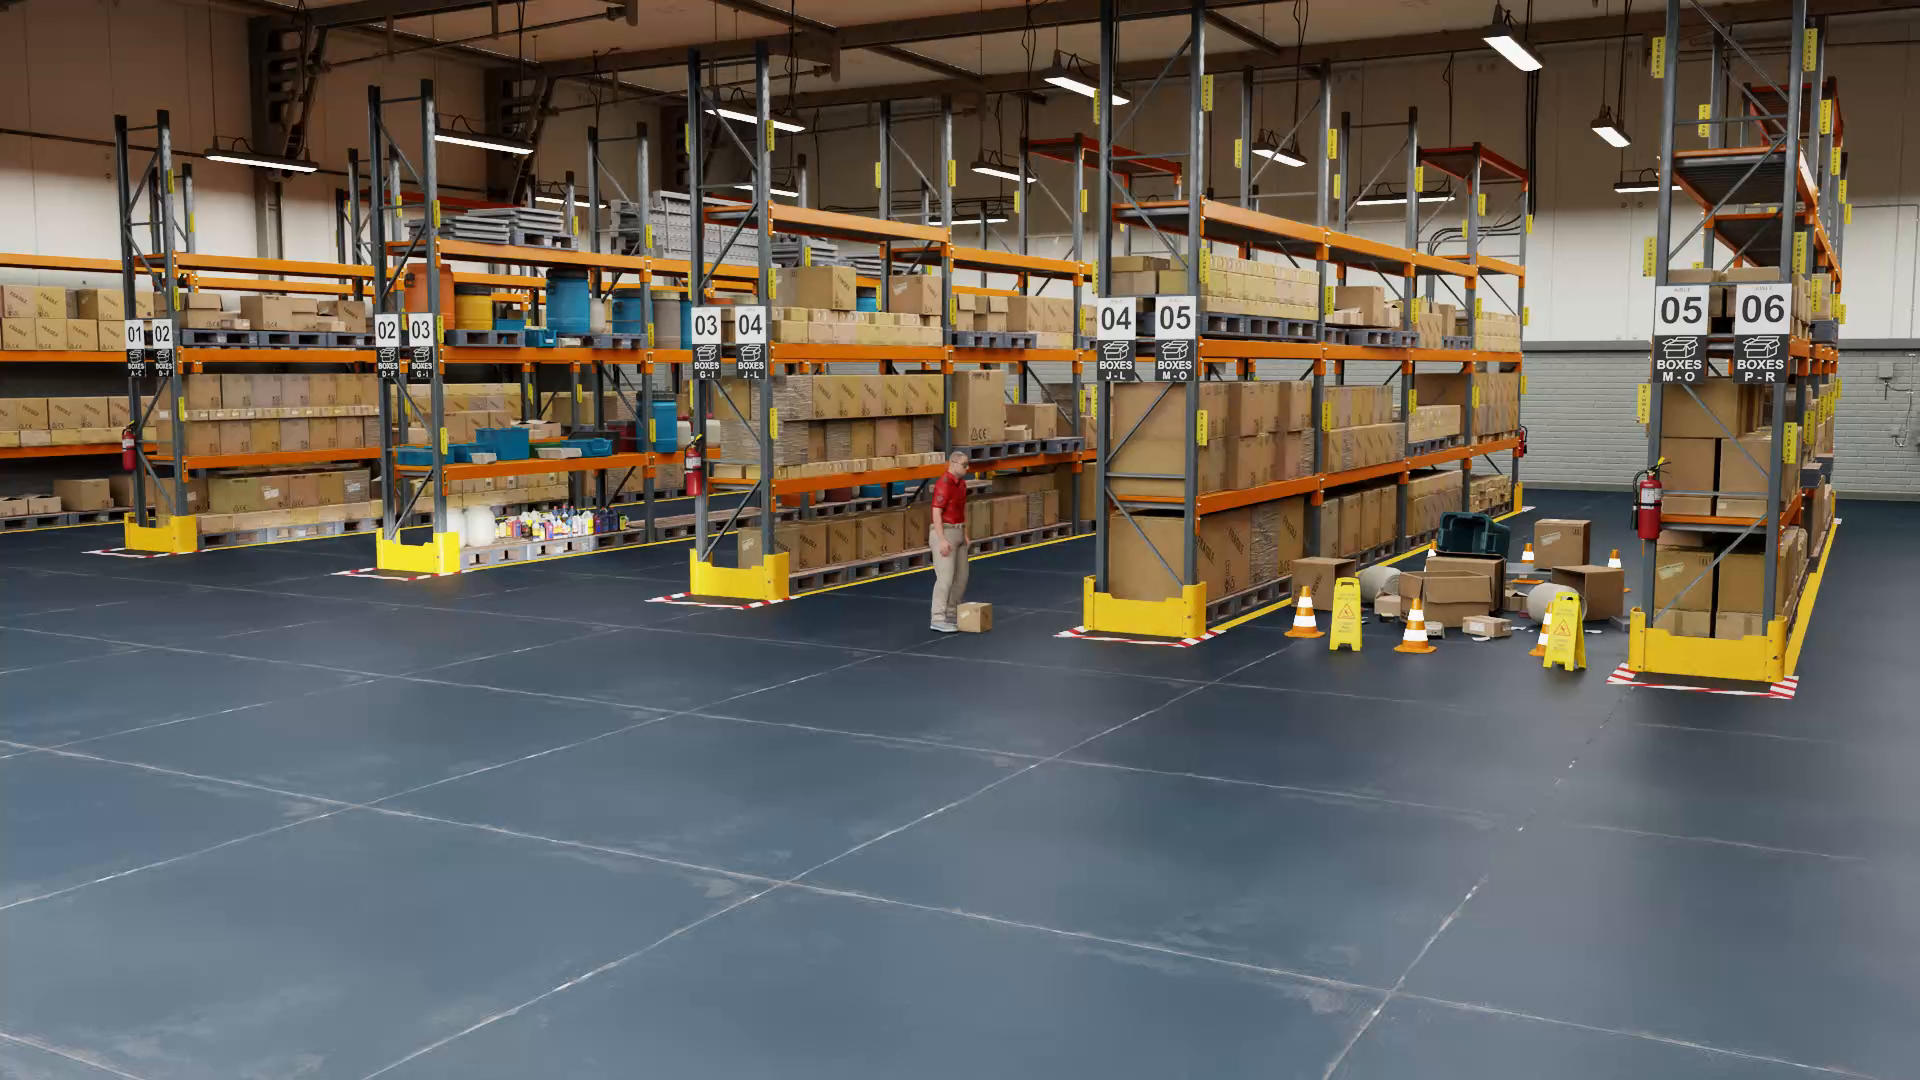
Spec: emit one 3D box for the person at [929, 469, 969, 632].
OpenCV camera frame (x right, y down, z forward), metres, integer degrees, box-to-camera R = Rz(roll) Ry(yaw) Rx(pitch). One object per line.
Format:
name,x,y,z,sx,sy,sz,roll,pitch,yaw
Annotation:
person,-0.083,0.088,16.193,0.385,1.552,0.593,3,7,26
